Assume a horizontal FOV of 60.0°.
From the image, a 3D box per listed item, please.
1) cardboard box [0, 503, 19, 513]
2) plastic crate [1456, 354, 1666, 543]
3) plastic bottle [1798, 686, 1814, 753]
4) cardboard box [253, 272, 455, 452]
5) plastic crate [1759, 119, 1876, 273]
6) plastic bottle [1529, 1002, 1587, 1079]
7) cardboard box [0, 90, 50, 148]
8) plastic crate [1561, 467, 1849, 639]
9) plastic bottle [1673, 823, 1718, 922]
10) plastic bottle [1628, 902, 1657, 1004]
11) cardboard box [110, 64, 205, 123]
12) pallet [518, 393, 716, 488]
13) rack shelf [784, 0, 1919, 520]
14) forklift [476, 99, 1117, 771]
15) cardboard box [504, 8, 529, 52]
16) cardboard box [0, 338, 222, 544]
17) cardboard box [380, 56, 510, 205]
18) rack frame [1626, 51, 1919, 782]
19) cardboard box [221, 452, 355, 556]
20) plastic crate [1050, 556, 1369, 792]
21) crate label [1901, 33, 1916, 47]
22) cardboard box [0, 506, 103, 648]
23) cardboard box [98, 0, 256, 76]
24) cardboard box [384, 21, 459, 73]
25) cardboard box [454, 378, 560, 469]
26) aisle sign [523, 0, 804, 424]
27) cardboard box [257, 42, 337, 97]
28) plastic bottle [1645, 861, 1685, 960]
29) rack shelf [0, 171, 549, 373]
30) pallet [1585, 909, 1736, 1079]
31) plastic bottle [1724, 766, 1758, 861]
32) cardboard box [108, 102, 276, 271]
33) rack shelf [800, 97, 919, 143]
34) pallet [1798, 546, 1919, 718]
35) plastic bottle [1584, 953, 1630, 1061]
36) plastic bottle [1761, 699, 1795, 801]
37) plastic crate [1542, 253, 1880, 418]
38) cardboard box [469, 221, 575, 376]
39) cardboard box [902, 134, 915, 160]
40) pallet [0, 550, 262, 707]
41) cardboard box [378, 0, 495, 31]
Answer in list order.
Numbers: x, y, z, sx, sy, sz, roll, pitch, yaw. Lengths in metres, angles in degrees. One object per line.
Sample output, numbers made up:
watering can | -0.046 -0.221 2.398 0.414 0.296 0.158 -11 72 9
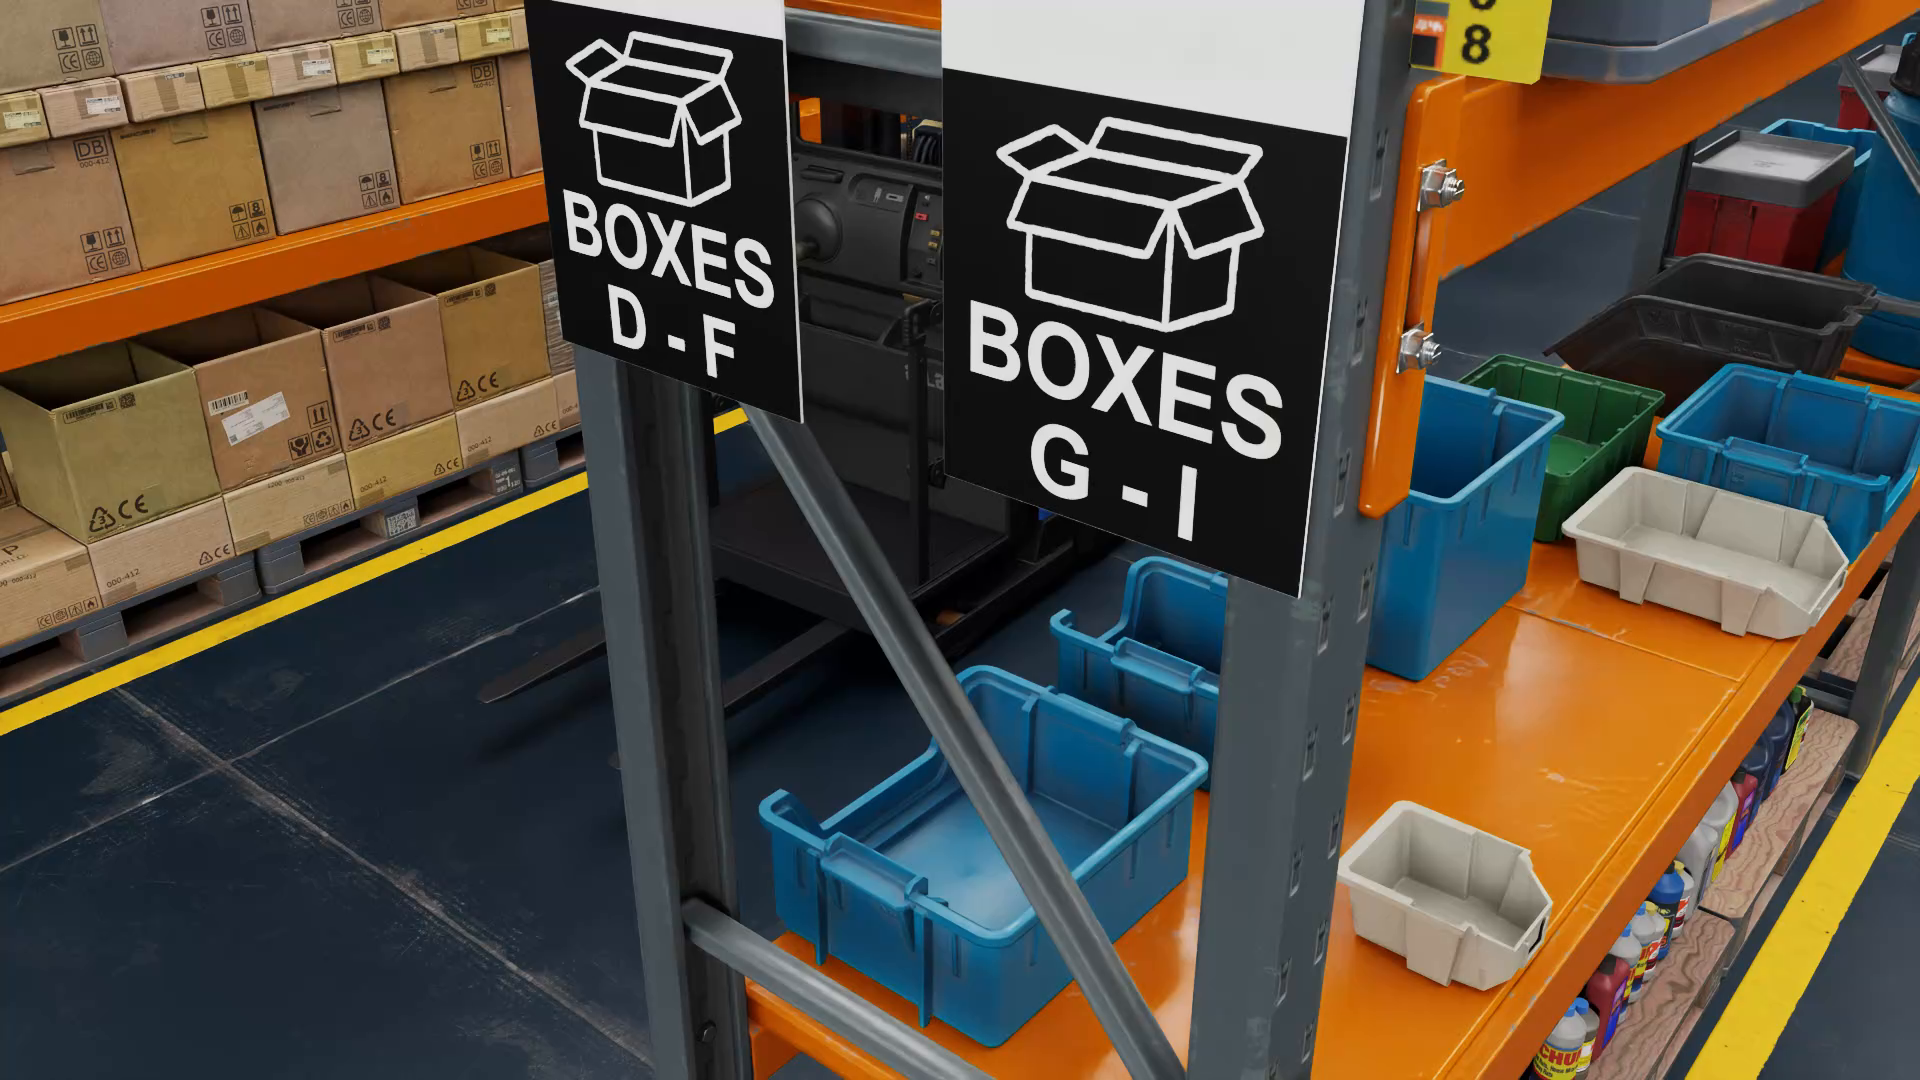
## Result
cardboard box | -3.750 -0.005 6.031 0.500 0.250 0.500 21 34 34
plastic crate | 1.420 -0.240 4.179 0.450 0.188 0.662 21 34 34
plastic bottle | 2.511 0.535 5.019 0.097 0.201 0.097 0 27 0
cardboard box | -2.394 -0.718 6.592 0.500 0.500 0.500 21 34 34
plastic crate | 2.963 -1.207 5.837 0.392 0.384 0.575 21 34 34
plastic bottle | 1.351 1.150 3.752 0.097 0.271 0.097 0 27 0
cardboard box | -3.121 -1.354 5.289 0.380 0.149 0.250 21 34 35
plastic crate | 1.664 0.034 3.706 0.530 0.136 0.437 21 34 34
plastic bottle | 1.880 0.833 4.360 0.152 0.276 0.135 21 34 35
plastic bottle | 1.632 0.993 4.056 0.097 0.271 0.097 0 27 0
cardboard box | -2.792 -1.538 5.645 0.380 0.149 0.250 19 33 33
pallet | -1.857 -0.673 7.822 1.003 0.211 1.213 21 34 34
rack shelf | 1.229 -1.036 3.007 1.077 0.370 4.000 21 34 34
forklift | -0.375 -1.070 5.628 1.130 2.935 3.031 19 33 32
cardboard box | -1.816 -2.081 6.693 0.380 0.149 0.250 21 34 34
cardboard box | -3.033 -0.365 5.909 0.500 0.500 0.500 21 34 34
cardboard box | -2.248 -1.701 6.665 0.700 0.500 0.500 21 34 35
rack frame | 2.501 -0.732 4.901 1.000 3.000 0.127 21 34 34
cardboard box | -2.716 -0.209 6.425 0.500 0.250 0.500 21 34 34
plastic crate | 0.462 0.258 3.148 0.499 0.251 0.408 21 34 34
crate label | 4.205 -1.893 7.107 0.502 0.435 0.616 21 34 34
cardboard box | -3.350 0.146 5.738 0.500 0.250 0.500 21 34 34
cardboard box | -2.872 -1.931 5.698 0.700 0.500 0.500 21 34 35
cardboard box | -2.135 -1.905 6.354 0.380 0.149 0.250 22 34 36
cardboard box | -2.077 -0.562 7.108 0.500 0.250 0.500 21 34 34
aisle sign | -0.318 -0.530 1.681 0.394 0.787 0.004 21 34 34
cardboard box | -2.469 -1.717 5.989 0.380 0.149 0.250 21 34 35
plastic bottle | 1.761 0.922 4.195 0.097 0.271 0.097 0 27 0
rack shelf | -2.591 -1.153 6.497 1.077 0.370 4.000 21 34 34
pallet | 1.266 1.166 4.265 1.003 0.211 1.213 21 34 34
plastic bottle | 2.121 0.729 4.553 0.061 0.283 0.133 23 35 38
cardboard box | -2.905 -1.331 5.950 0.700 0.500 0.500 21 34 35
rack shelf | -0.046 -2.571 9.238 1.077 0.370 4.000 21 34 34
pallet | 2.971 0.216 6.102 1.003 0.211 1.213 21 34 34
plastic bottle | 1.509 1.070 3.894 0.061 0.283 0.133 21 34 35
plastic bottle | 2.314 0.561 4.805 0.144 0.351 0.185 20 33 33
plastic crate | 2.070 -0.556 4.629 0.767 0.338 0.504 21 34 34
cardboard box | -1.772 -1.078 7.288 0.500 0.500 0.500 21 34 34
cardboard box | -0.314 -2.163 9.591 0.500 0.311 0.500 20 34 34
pallet | -3.409 0.192 6.149 1.003 0.211 1.213 21 34 34
cardboard box | -2.235 -2.286 6.384 0.700 0.500 0.500 21 34 34
